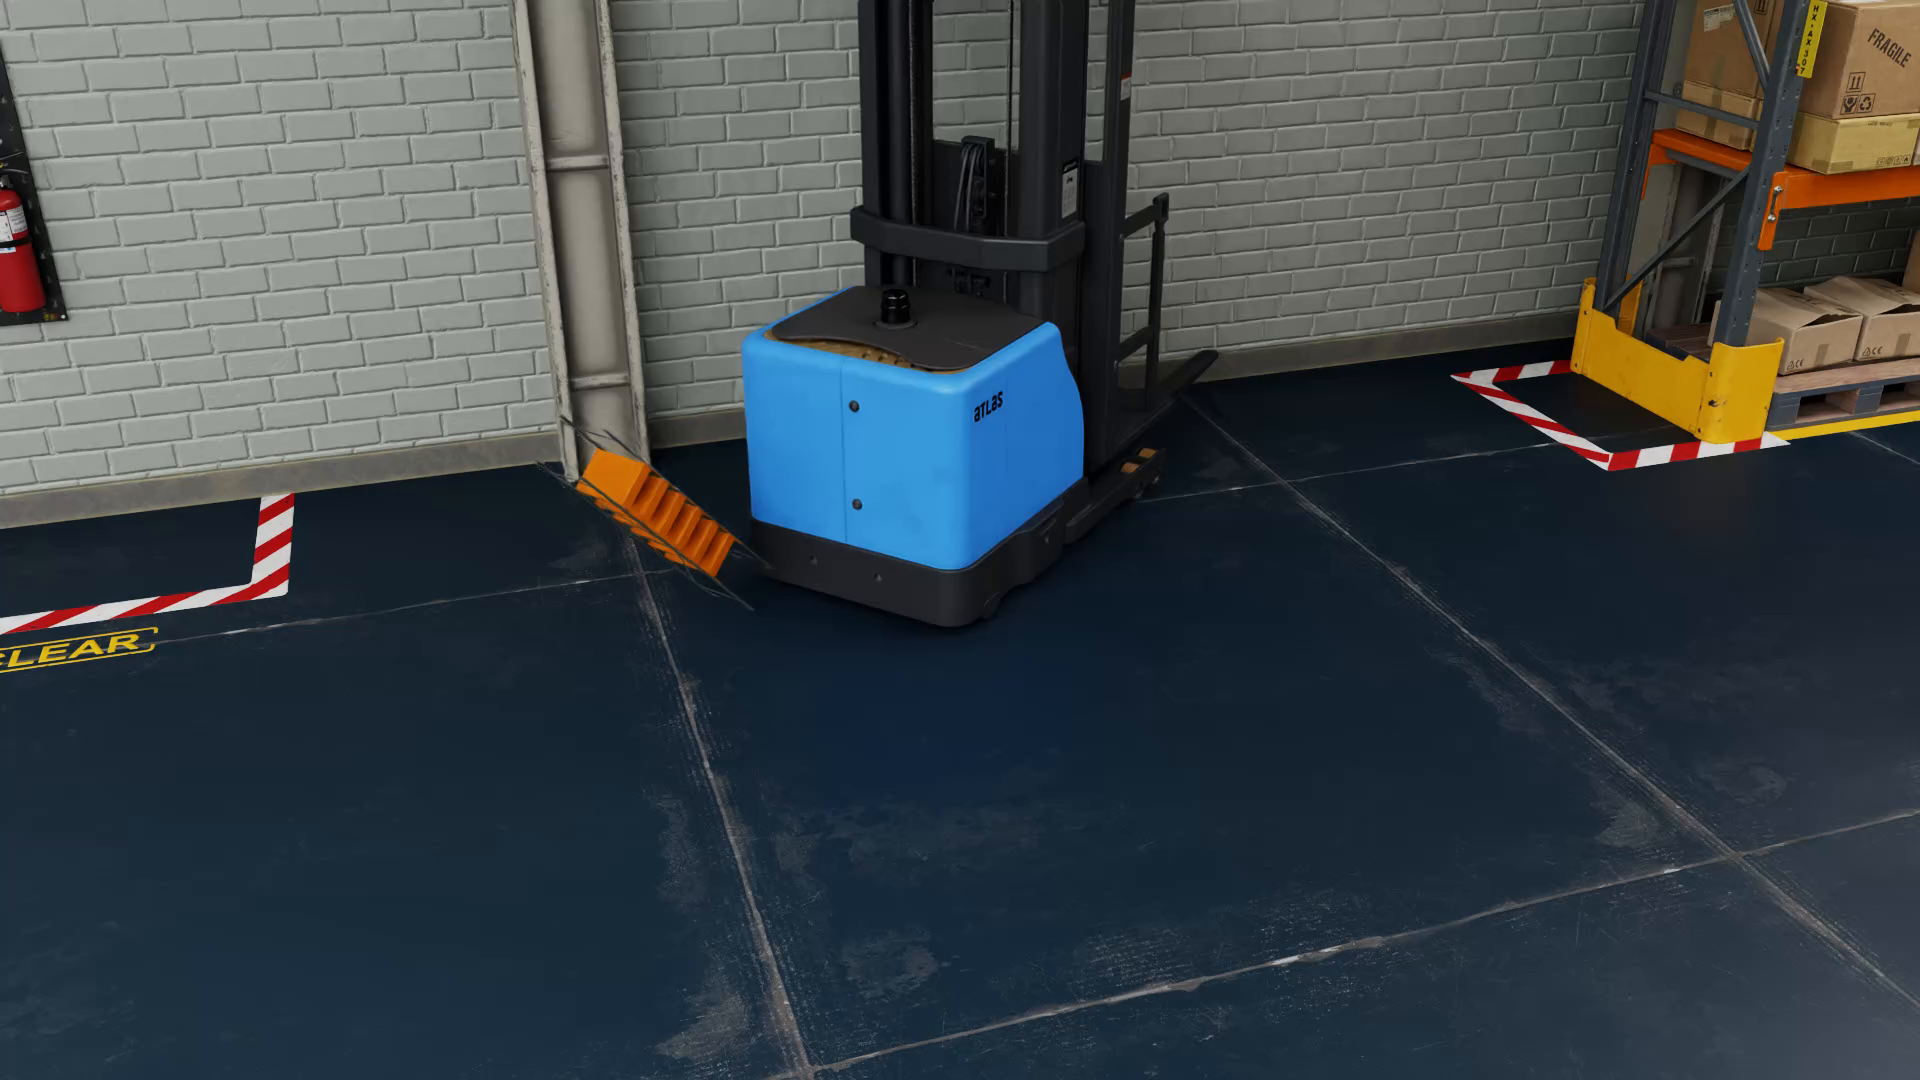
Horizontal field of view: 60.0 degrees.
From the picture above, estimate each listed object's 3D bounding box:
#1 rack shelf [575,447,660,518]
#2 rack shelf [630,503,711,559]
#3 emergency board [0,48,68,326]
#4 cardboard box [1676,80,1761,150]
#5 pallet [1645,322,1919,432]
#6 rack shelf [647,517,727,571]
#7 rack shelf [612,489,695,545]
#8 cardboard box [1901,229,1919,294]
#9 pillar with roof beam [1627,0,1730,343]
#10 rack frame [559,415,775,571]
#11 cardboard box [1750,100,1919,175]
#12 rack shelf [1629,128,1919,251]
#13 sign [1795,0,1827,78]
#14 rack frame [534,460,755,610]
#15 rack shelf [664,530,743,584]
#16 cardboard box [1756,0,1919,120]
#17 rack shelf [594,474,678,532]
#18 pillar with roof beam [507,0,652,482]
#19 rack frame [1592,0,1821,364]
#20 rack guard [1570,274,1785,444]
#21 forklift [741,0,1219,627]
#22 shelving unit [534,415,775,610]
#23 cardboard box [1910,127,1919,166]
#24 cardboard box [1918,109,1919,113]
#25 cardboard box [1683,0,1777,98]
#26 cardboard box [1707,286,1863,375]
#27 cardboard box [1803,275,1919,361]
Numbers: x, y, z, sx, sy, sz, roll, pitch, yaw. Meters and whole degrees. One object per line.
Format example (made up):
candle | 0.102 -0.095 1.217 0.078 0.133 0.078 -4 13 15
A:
rack shelf | -1.242 -0.209 6.007 0.258 0.103 0.180 17 74 31
rack shelf | -1.102 -0.060 6.303 0.258 0.103 0.180 17 74 31
emergency board | -4.058 -1.381 6.658 0.643 1.169 0.194 -8 28 -16
cardboard box | 3.995 -2.157 8.368 0.500 0.250 0.500 -8 27 -15
pallet | 4.466 -0.927 8.881 1.213 0.211 1.003 -8 28 -16
rack shelf | -1.055 -0.010 6.401 0.258 0.103 0.180 17 74 31
rack shelf | -1.148 -0.110 6.204 0.258 0.103 0.180 17 74 31
cardboard box | 5.551 -1.362 8.937 0.500 0.500 0.700 -10 28 -19
pillar with roof beam | 5.341 -3.398 3.975 0.400 9.000 9.100 -8 28 -16
rack frame | -1.080 -0.158 6.288 0.240 1.200 0.006 17 74 31
cardboard box | 4.173 -1.944 7.938 0.500 0.250 0.500 -9 28 -18
rack shelf | 5.512 -2.022 8.759 4.000 0.370 1.077 -8 28 -16
sign | 3.779 -2.227 7.390 0.005 0.325 0.100 -8 28 -16
rack frame | -1.158 0.001 6.244 0.240 1.200 0.006 17 74 31
rack shelf | -1.008 0.039 6.500 0.258 0.103 0.180 17 74 31
cardboard box | 4.157 -2.285 7.783 0.500 0.500 0.500 -8 28 -16
rack shelf | -1.195 -0.160 6.105 0.258 0.103 0.180 17 74 31
pillar with roof beam | -0.364 -2.572 2.310 0.400 9.000 9.100 -8 28 -16
rack frame | 3.610 -2.069 8.044 0.127 3.000 1.000 -8 28 -16
rack guard | 3.683 -0.960 8.621 0.348 0.500 1.175 -8 28 -16
forklift | 0.311 -1.594 7.164 1.130 2.935 3.031 15 30 27
shelving unit | -1.119 -0.079 6.266 0.258 1.200 0.189 17 74 31
cardboard box | 4.662 -2.021 8.094 0.500 0.250 0.500 -9 28 -18
cardboard box | 4.630 -2.349 7.911 0.500 0.500 0.500 -8 28 -16
cardboard box | 3.993 -2.501 8.218 0.500 0.500 0.500 -9 28 -17
cardboard box | 4.296 -1.119 8.660 0.500 0.311 0.500 -12 29 -22
cardboard box | 4.838 -1.197 8.818 0.500 0.311 0.500 -6 27 -12
